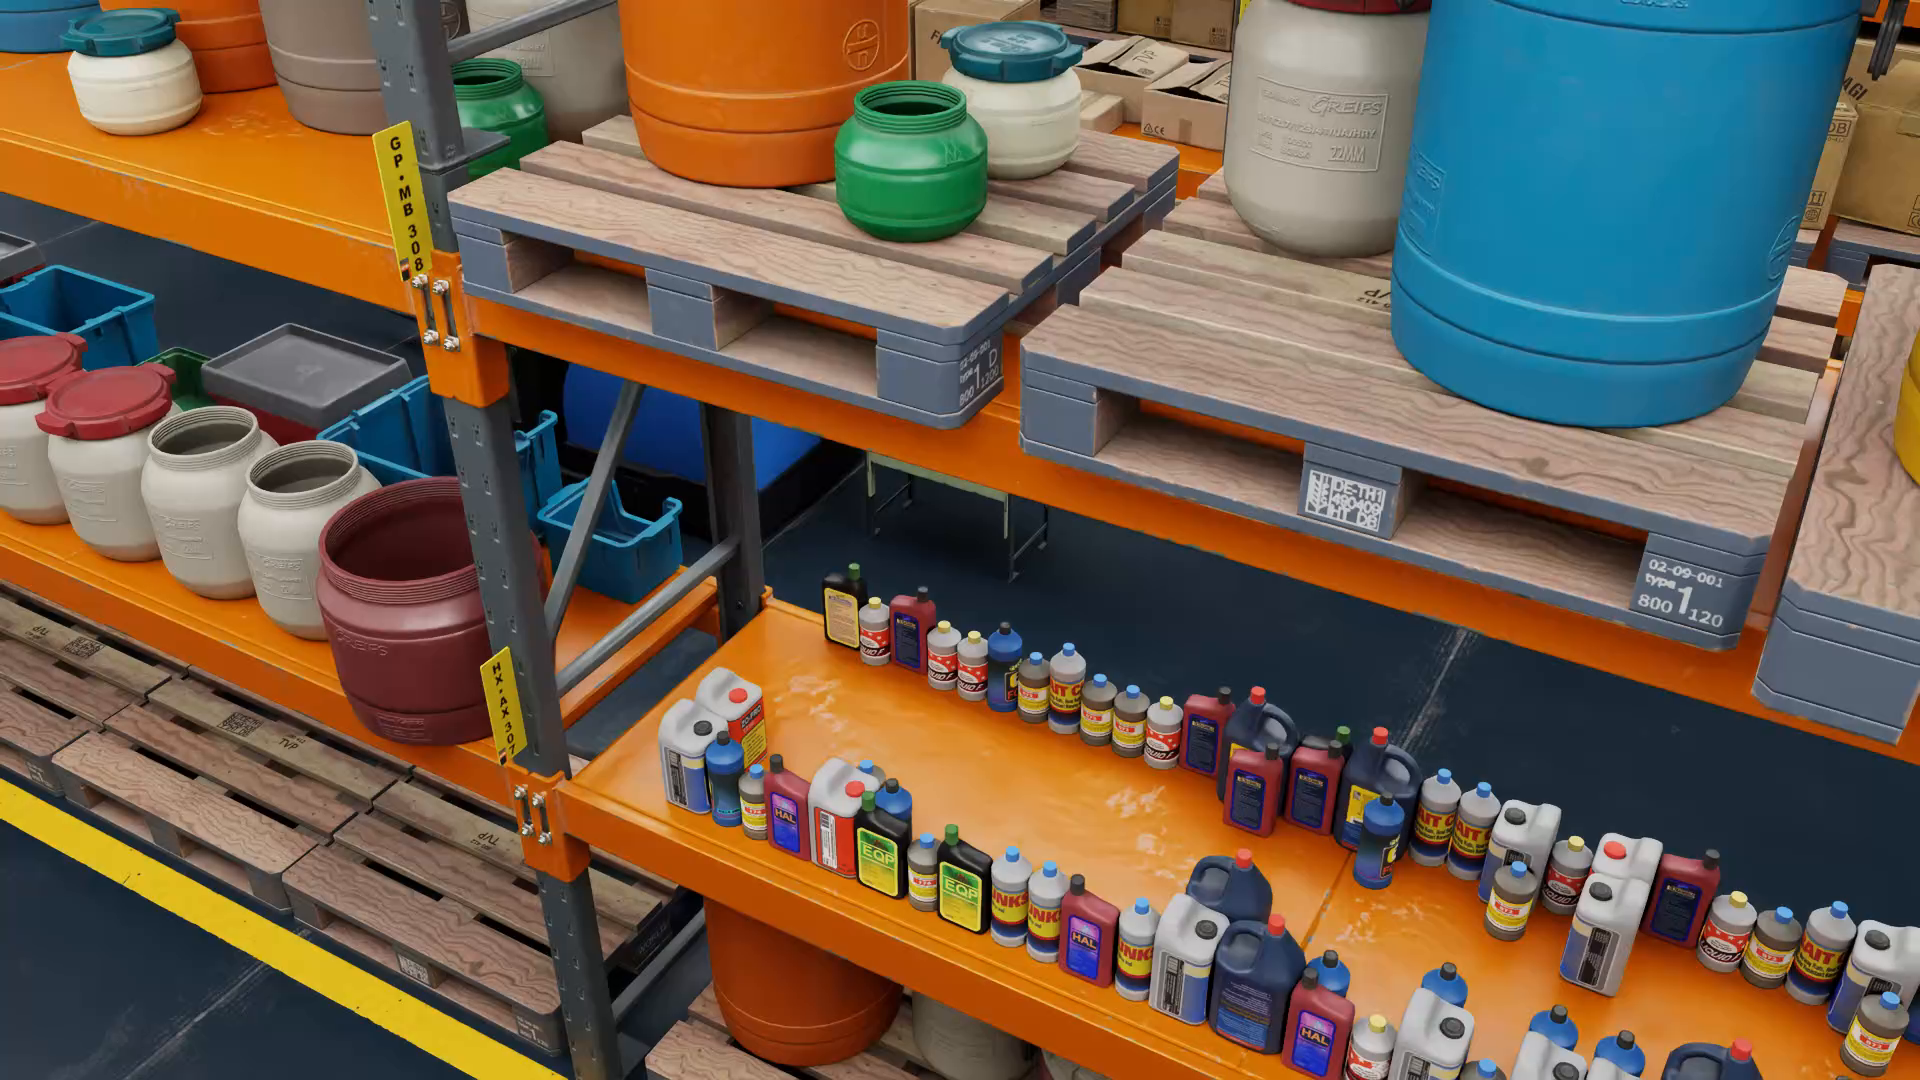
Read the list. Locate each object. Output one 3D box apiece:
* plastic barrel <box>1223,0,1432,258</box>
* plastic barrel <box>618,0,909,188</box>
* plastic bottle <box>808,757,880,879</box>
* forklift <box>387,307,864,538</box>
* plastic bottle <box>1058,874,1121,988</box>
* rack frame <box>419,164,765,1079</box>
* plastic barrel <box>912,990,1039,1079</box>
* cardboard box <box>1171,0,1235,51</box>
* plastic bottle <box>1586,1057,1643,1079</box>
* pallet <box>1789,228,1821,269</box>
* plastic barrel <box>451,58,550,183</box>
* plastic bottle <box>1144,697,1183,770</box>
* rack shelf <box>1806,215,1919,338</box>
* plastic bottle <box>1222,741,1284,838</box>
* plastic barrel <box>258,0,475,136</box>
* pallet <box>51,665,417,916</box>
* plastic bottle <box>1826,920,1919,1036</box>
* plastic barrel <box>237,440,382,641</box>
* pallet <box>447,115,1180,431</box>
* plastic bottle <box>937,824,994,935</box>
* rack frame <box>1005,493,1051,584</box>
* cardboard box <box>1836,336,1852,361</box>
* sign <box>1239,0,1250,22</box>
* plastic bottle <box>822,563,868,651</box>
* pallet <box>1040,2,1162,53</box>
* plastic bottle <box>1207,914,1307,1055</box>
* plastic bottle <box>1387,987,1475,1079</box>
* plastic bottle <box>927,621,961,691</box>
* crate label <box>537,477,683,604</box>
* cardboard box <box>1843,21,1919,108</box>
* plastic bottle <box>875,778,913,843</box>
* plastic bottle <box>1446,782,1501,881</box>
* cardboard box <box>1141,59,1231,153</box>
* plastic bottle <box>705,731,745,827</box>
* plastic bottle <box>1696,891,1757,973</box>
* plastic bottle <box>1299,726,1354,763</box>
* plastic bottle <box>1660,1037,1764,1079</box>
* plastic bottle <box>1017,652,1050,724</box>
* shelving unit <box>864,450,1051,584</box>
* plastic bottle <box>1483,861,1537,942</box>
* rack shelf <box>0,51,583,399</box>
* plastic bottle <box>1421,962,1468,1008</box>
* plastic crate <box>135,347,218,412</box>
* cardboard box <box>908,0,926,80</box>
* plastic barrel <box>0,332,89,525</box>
[{"bbox_3d":[0.715,-0.836,3.091,0.433,0.535,0.433,0,34,0],"label":"plastic barrel"},{"bbox_3d":[-0.408,-1.216,3.397,0.708,0.830,0.600,18,37,24],"label":"plastic barrel"},{"bbox_3d":[-0.282,0.682,4.131,0.135,0.276,0.152,18,37,24],"label":"plastic bottle"},{"bbox_3d":[-2.011,-1.796,7.803,3.031,2.935,1.130,17,37,24],"label":"forklift"},{"bbox_3d":[0.297,0.892,3.810,0.133,0.283,0.061,18,37,24],"label":"plastic bottle"},{"bbox_3d":[-0.899,0.229,4.700,0.127,3.000,1.000,18,37,24],"label":"rack frame"},{"bbox_3d":[0.069,1.328,4.915,0.421,0.512,0.421,0,34,0],"label":"plastic barrel"},{"bbox_3d":[2.088,-4.309,13.373,0.500,0.500,0.700,18,38,25],"label":"cardboard box"},{"bbox_3d":[1.316,1.189,3.371,0.135,0.276,0.152,18,37,24],"label":"plastic bottle"},{"bbox_3d":[3.253,-1.541,7.531,1.213,0.211,1.003,18,37,24],"label":"pallet"},{"bbox_3d":[-1.139,-0.998,3.977,0.294,0.245,0.294,0,34,0],"label":"plastic barrel"},{"bbox_3d":[0.547,0.509,4.459,0.097,0.201,0.097,0,34,0],"label":"plastic bottle"},{"bbox_3d":[3.299,-1.304,7.651,4.000,0.370,1.077,18,37,24],"label":"rack shelf"},{"bbox_3d":[0.745,0.618,4.221,0.133,0.283,0.061,18,37,24],"label":"plastic bottle"},{"bbox_3d":[-1.504,-1.559,4.226,0.600,0.901,0.600,0,34,0],"label":"plastic barrel"},{"bbox_3d":[-2.607,0.822,6.326,1.213,0.211,1.003,18,37,24],"label":"pallet"},{"bbox_3d":[2.043,0.969,3.700,0.135,0.276,0.152,18,37,24],"label":"plastic bottle"},{"bbox_3d":[-1.898,0.002,4.939,0.421,0.512,0.421,0,34,0],"label":"plastic barrel"},{"bbox_3d":[-0.283,-0.684,3.534,1.213,0.211,1.003,18,37,24],"label":"pallet"},{"bbox_3d":[0.012,0.802,3.945,0.133,0.283,0.061,18,37,24],"label":"plastic bottle"},{"bbox_3d":[0.312,-0.525,7.186,0.023,1.500,0.400,18,37,24],"label":"rack frame"},{"bbox_3d":[4.267,-0.588,7.785,0.500,0.500,0.500,18,38,25],"label":"cardboard box"},{"bbox_3d":[1.290,-2.368,7.555,0.005,0.325,0.100,18,37,24],"label":"sign"},{"bbox_3d":[-0.336,0.183,4.874,0.133,0.283,0.061,18,37,24],"label":"plastic bottle"},{"bbox_3d":[1.221,-4.265,13.964,1.213,0.211,1.003,18,37,24],"label":"pallet"},{"bbox_3d":[0.657,0.951,3.660,0.185,0.351,0.144,18,37,24],"label":"plastic bottle"},{"bbox_3d":[0.998,1.088,3.522,0.135,0.276,0.152,18,37,24],"label":"plastic bottle"},{"bbox_3d":[-0.045,0.322,4.740,0.097,0.201,0.097,0,34,0],"label":"plastic bottle"},{"bbox_3d":[-1.079,0.002,5.191,0.416,0.233,0.303,18,37,24],"label":"crate label"},{"bbox_3d":[6.088,-3.078,11.226,0.750,0.750,0.750,19,38,26],"label":"cardboard box"},{"bbox_3d":[-0.165,0.700,4.109,0.097,0.271,0.097,0,34,0],"label":"plastic bottle"},{"bbox_3d":[1.269,0.708,4.096,0.097,0.271,0.097,0,34,0],"label":"plastic bottle"},{"bbox_3d":[1.268,-2.238,8.484,0.500,0.311,0.500,20,39,27],"label":"cardboard box"},{"bbox_3d":[-0.597,0.602,4.256,0.097,0.271,0.097,0,34,0],"label":"plastic bottle"},{"bbox_3d":[1.787,0.902,3.869,0.097,0.201,0.097,0,34,0],"label":"plastic bottle"},{"bbox_3d":[0.933,0.585,4.270,0.133,0.283,0.061,18,37,24],"label":"plastic bottle"},{"bbox_3d":[1.525,1.134,3.385,0.185,0.351,0.144,18,37,24],"label":"plastic bottle"},{"bbox_3d":[0.209,0.402,4.620,0.097,0.201,0.097,0,34,0],"label":"plastic bottle"},{"bbox_3d":[-0.006,-0.626,7.337,0.755,1.500,0.431,18,37,24],"label":"shelving unit"},{"bbox_3d":[1.310,0.848,3.950,0.097,0.201,0.097,0,34,0],"label":"plastic bottle"},{"bbox_3d":[-2.635,-1.270,4.894,4.000,0.370,1.077,18,37,24],"label":"rack shelf"},{"bbox_3d":[1.044,1.025,3.621,0.097,0.271,0.097,0,34,0],"label":"plastic bottle"},{"bbox_3d":[-2.720,-0.440,5.895,0.662,0.188,0.450,18,37,24],"label":"plastic crate"},{"bbox_3d":[-0.360,-2.794,9.149,0.500,0.500,0.500,18,38,24],"label":"cardboard box"},{"bbox_3d":[-3.013,-0.357,5.458,0.433,0.535,0.433,0,34,0],"label":"plastic barrel"}]
